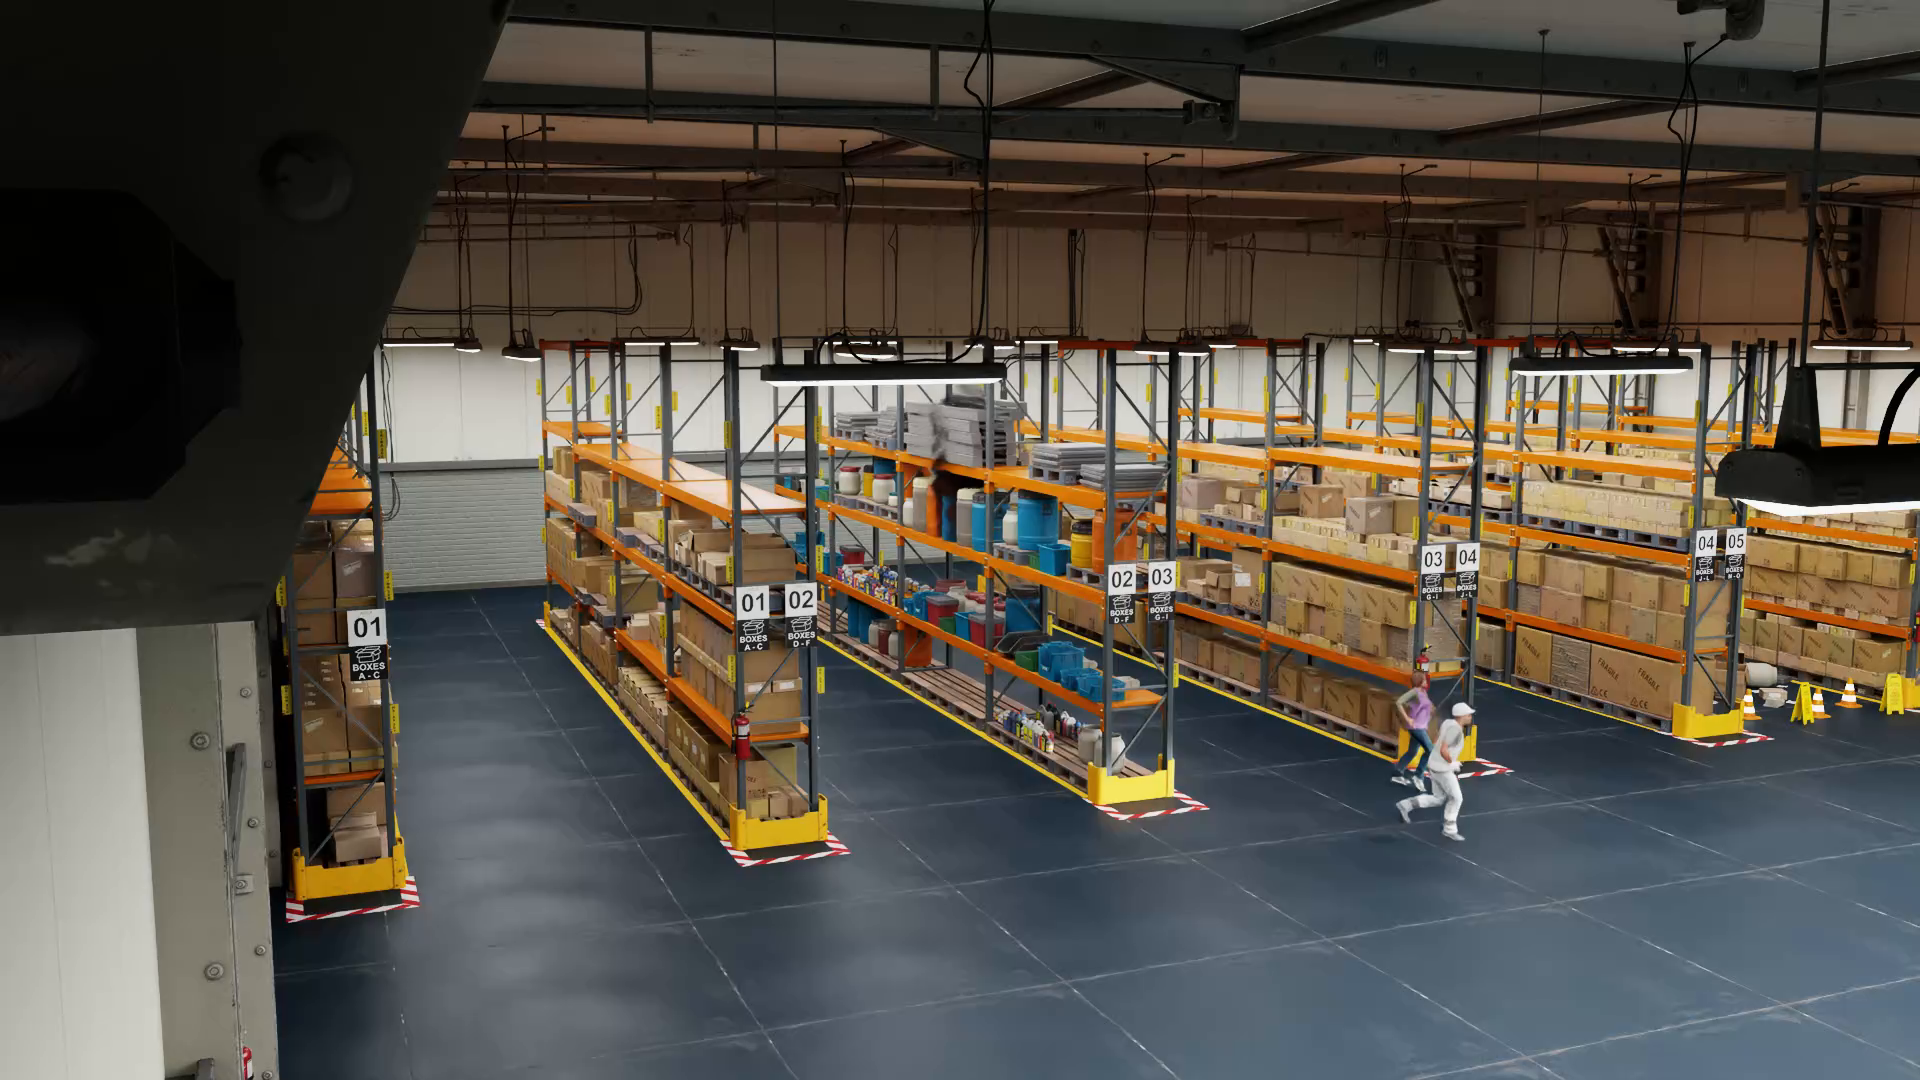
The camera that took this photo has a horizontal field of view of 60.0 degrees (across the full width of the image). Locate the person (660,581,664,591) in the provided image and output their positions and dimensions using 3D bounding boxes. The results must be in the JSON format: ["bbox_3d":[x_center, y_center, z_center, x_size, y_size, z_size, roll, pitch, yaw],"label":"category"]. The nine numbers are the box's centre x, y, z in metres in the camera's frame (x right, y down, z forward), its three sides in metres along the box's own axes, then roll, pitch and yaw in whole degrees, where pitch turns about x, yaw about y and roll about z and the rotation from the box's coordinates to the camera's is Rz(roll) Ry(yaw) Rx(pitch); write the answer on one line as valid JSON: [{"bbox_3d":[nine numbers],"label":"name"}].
[{"bbox_3d":[-6.188,0.962,35.065,0.579,1.720,0.706,-7,10,-43],"label":"person"}]

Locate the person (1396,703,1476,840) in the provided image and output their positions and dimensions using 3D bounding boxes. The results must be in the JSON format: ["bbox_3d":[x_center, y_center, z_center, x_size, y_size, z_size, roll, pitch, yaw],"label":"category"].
[{"bbox_3d":[5.837,2.852,20.435,0.909,1.762,0.653,2,8,13],"label":"person"}]

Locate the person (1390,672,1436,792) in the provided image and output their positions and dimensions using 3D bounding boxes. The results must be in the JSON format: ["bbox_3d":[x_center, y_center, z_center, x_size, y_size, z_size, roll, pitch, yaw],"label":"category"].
[{"bbox_3d":[6.236,2.610,22.786,0.601,1.616,0.543,3,8,24],"label":"person"}]
